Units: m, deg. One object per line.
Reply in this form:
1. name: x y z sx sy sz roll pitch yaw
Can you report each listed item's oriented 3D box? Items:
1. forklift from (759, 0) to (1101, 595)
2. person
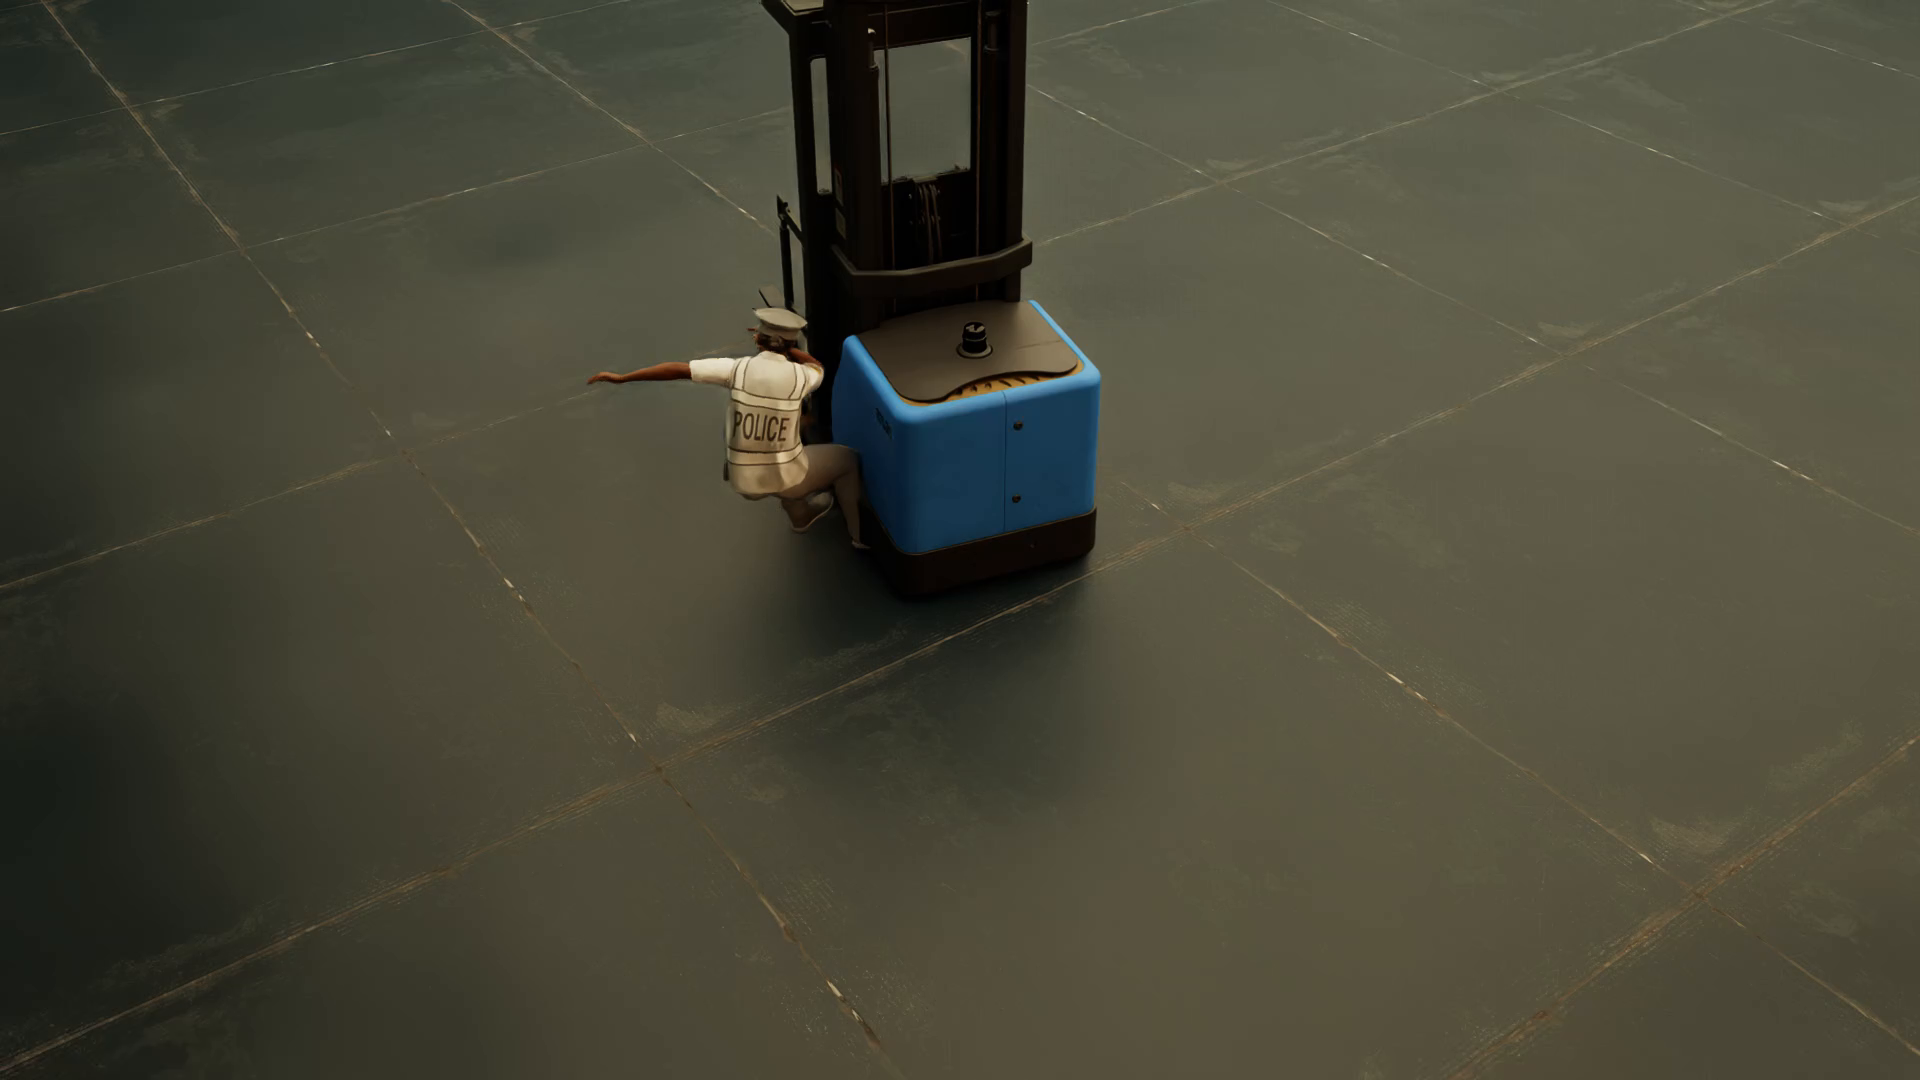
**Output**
1. forklift: -0.348 -1.791 8.367 1.130 2.935 3.031 -13 39 -17
2. person: -1.004 -0.465 7.945 1.322 1.356 0.691 3 37 4
